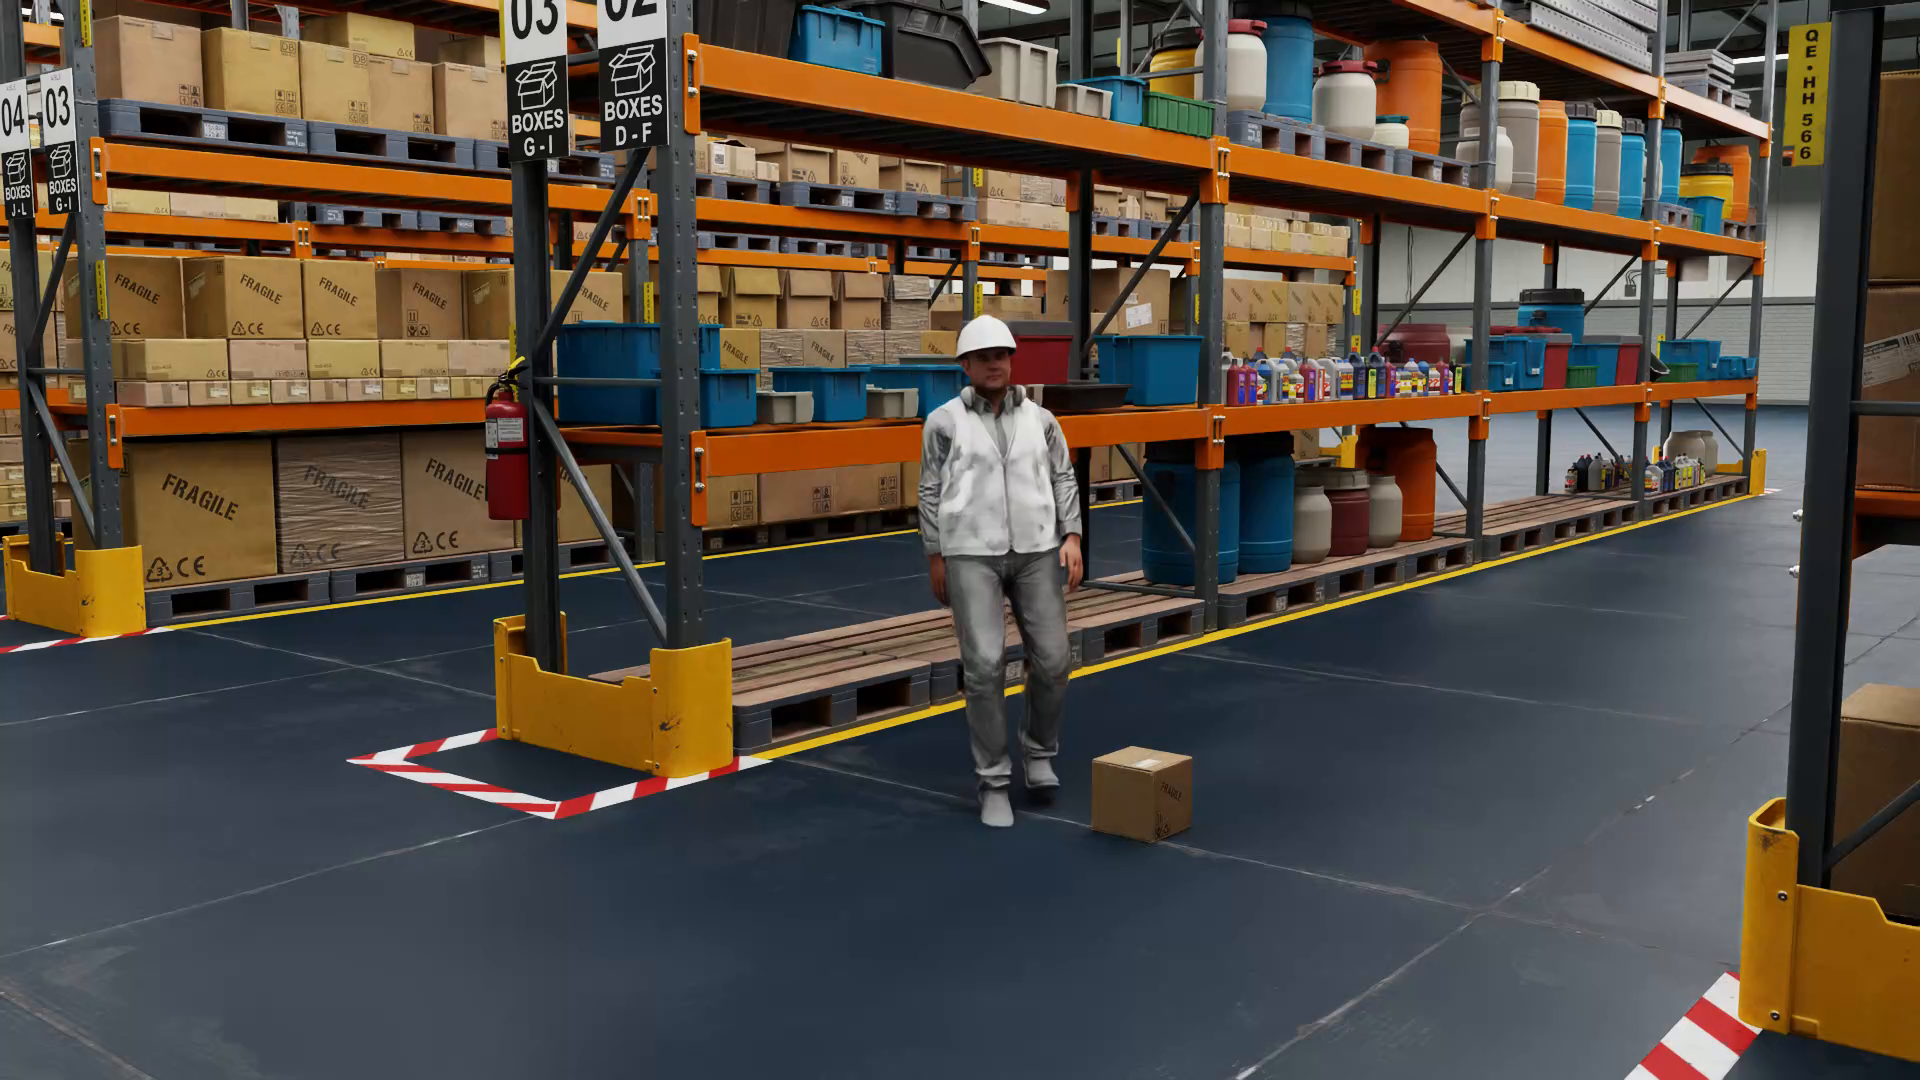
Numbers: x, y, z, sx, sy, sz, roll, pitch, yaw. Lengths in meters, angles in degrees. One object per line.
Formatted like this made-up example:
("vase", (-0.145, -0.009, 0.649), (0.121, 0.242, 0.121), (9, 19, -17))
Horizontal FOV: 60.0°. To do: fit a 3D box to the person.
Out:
("person", (0.176, 0.103, 5.972), (0.588, 1.813, 0.650), (-2, 7, -13))
